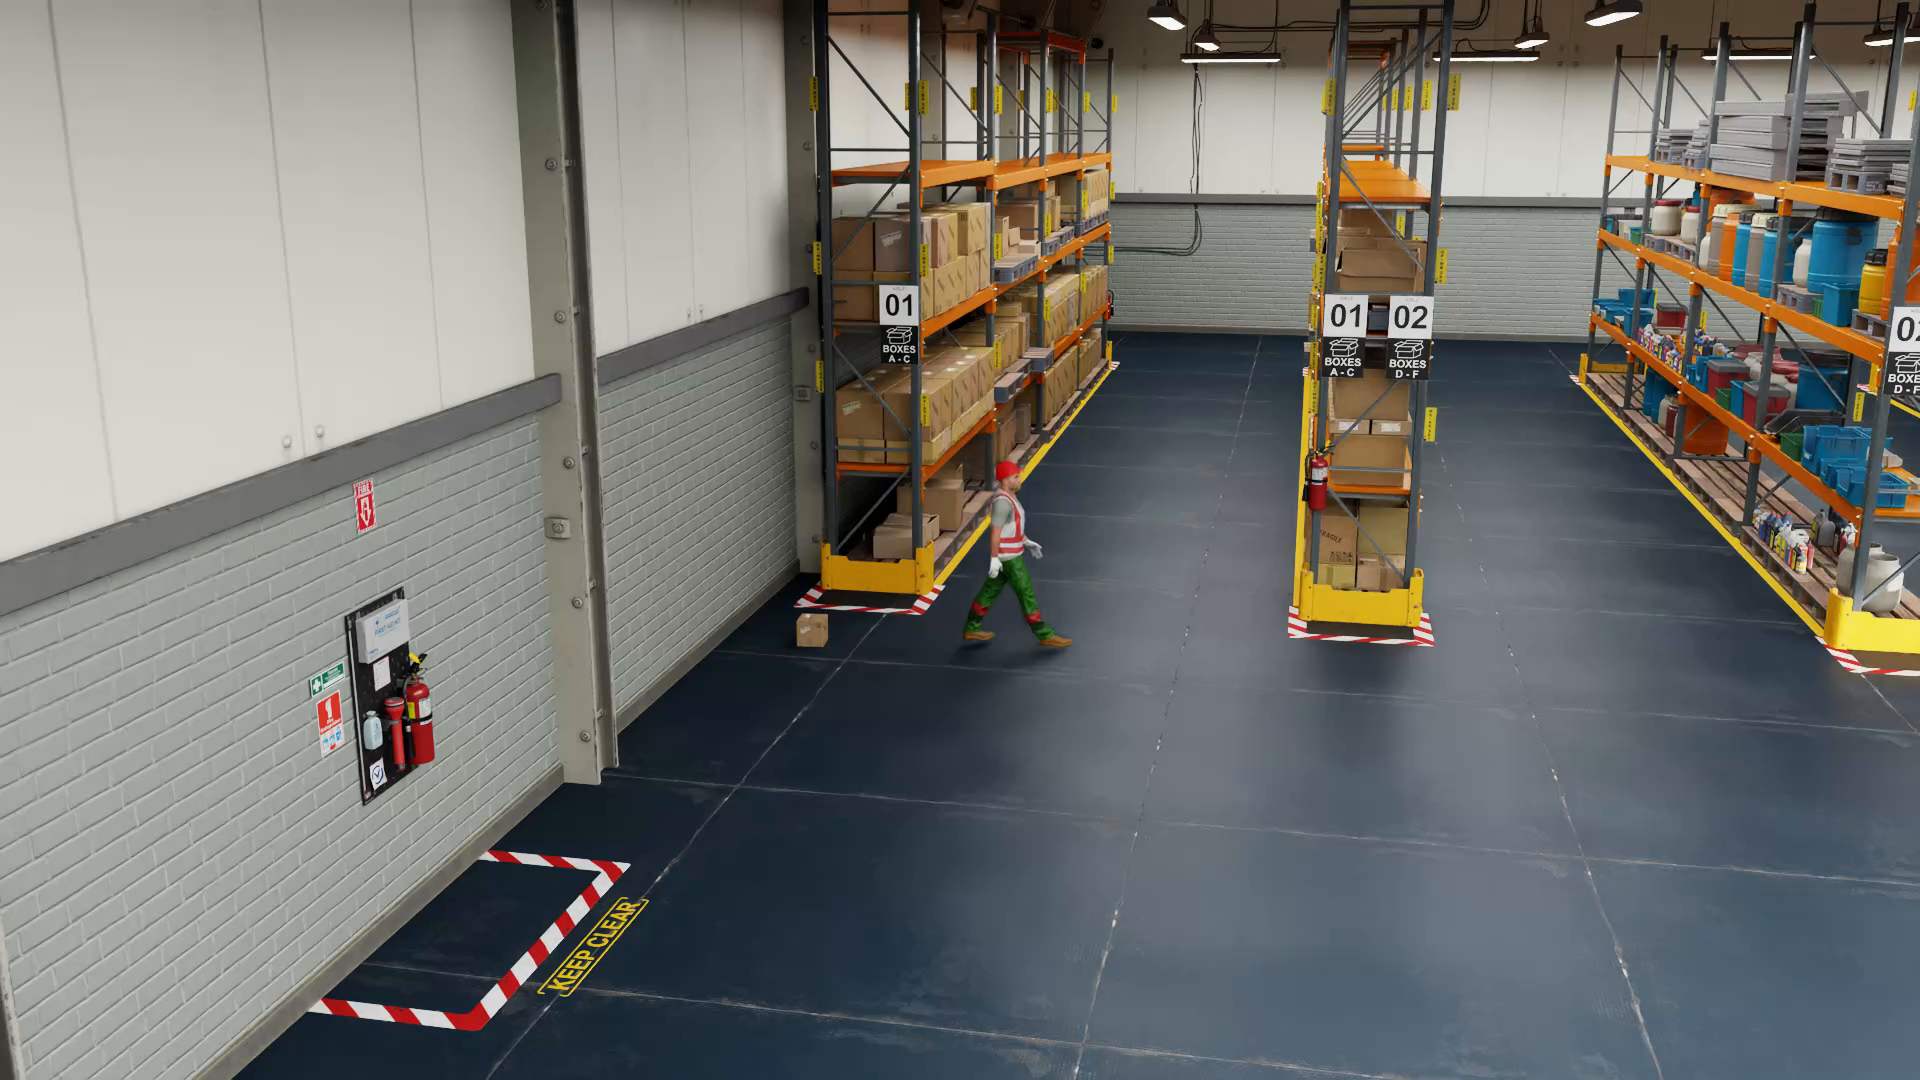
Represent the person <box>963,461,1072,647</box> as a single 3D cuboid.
[{"bbox_3d":[0.538,0.114,15.435,1.028,1.728,0.542,1,15,3],"label":"person"}]
